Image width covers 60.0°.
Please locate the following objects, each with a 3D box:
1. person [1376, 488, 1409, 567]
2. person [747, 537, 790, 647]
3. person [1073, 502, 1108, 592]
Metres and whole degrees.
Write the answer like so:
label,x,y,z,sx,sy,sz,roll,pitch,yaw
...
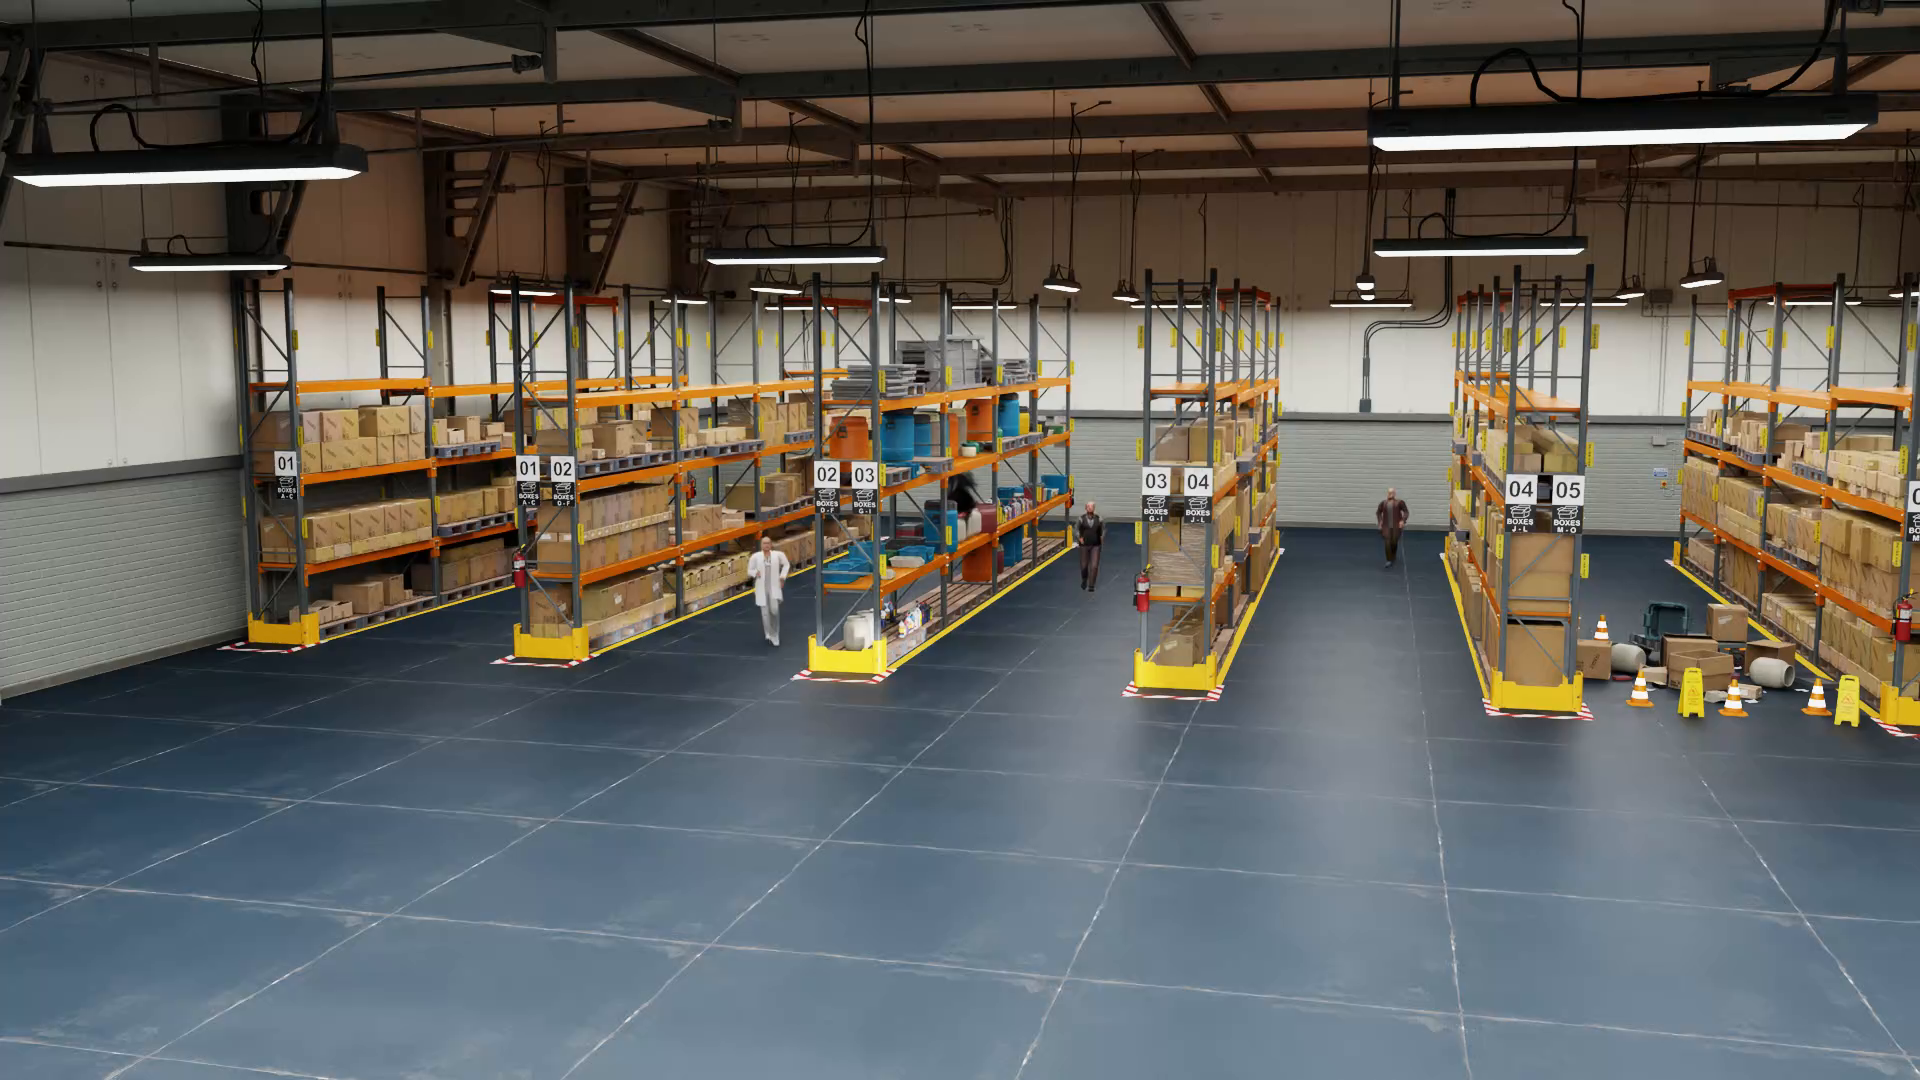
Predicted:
label,x,y,z,sx,sy,sz,roll,pitch,yaw
person,9.585,-0.281,36.960,0.711,1.745,0.588,3,7,24
person,-3.158,0.854,27.385,0.682,1.824,0.787,0,7,-2
person,2.459,0.126,31.344,0.661,1.688,0.569,0,7,1
